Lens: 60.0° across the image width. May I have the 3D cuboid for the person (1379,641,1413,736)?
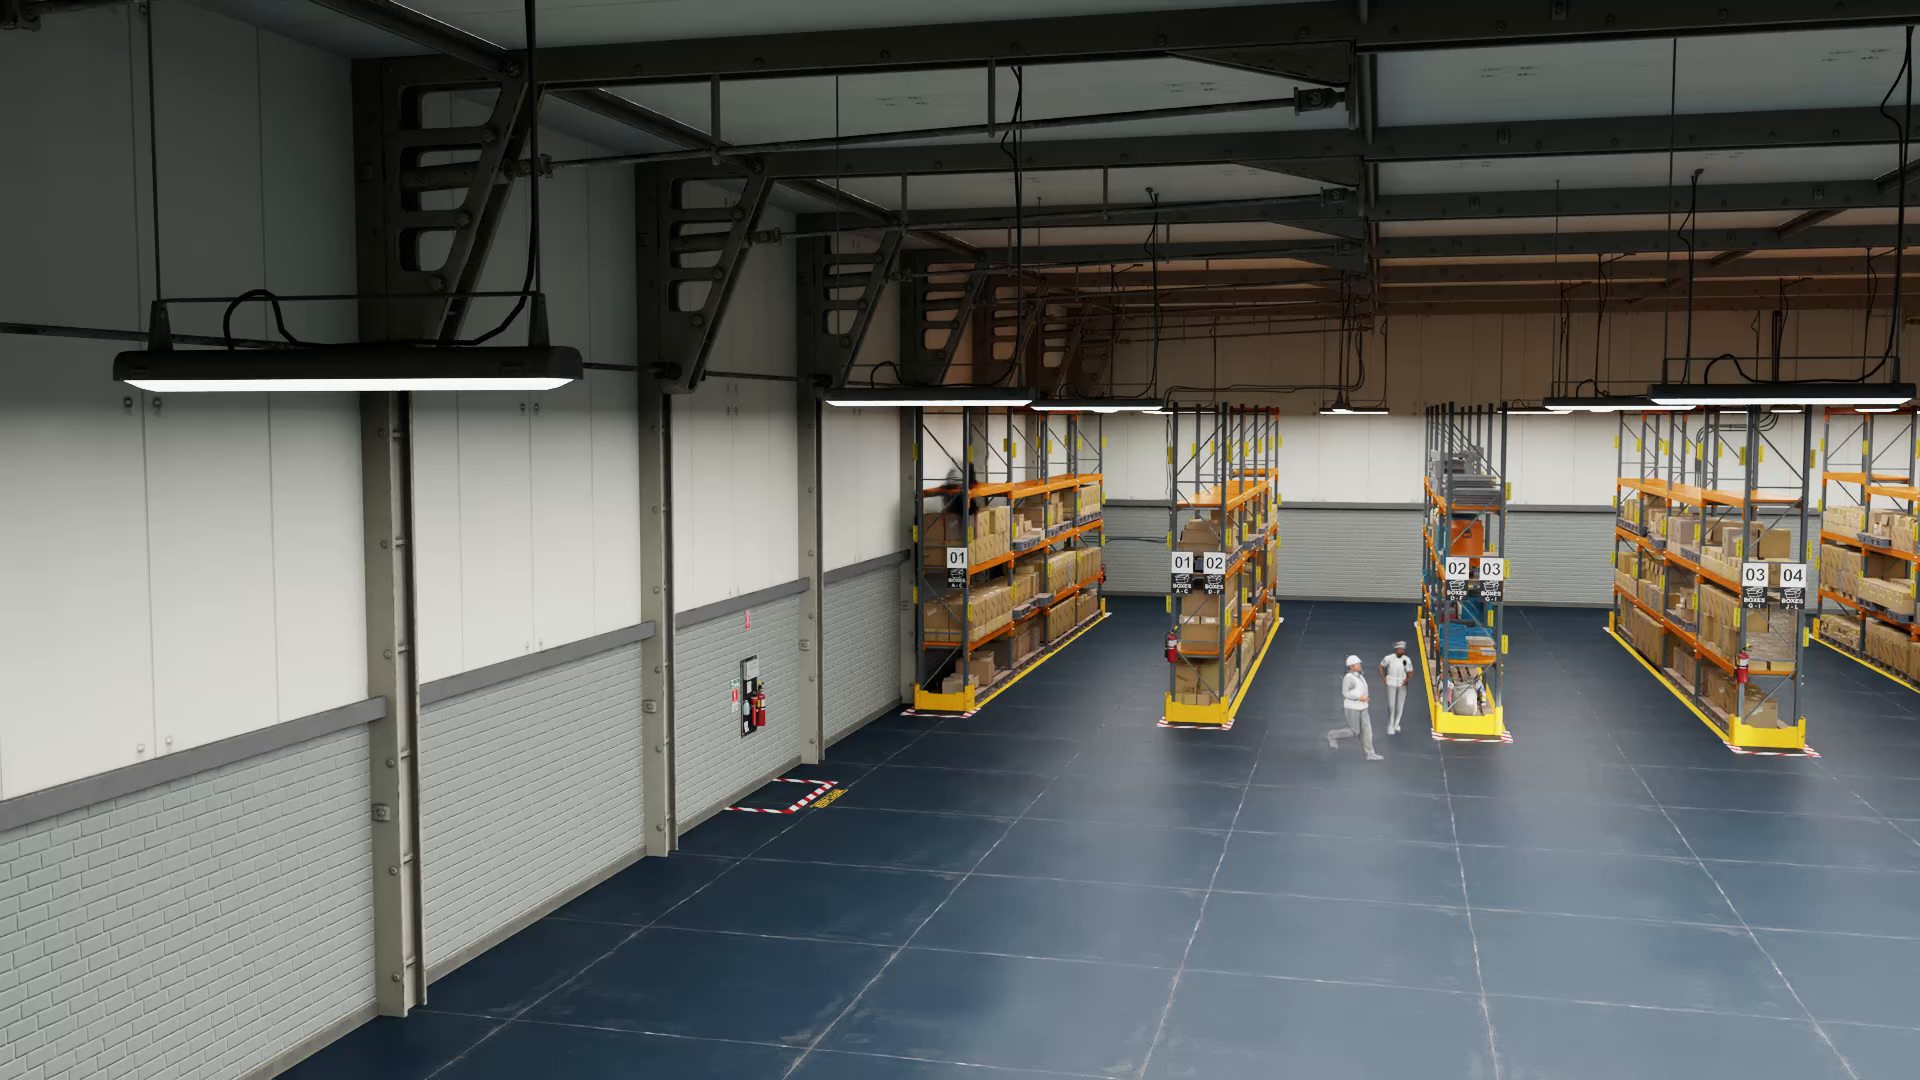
[{"bbox_3d":[7.909,2.670,30.118,0.585,1.709,0.672,0,4,5],"label":"person"}]

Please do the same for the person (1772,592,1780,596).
[{"bbox_3d":[21.792,1.645,44.174,0.976,1.626,0.672,-2,5,-24],"label":"person"}]

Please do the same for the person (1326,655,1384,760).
[{"bbox_3d":[6.633,2.798,27.784,0.984,1.743,0.677,4,6,40],"label":"person"}]
